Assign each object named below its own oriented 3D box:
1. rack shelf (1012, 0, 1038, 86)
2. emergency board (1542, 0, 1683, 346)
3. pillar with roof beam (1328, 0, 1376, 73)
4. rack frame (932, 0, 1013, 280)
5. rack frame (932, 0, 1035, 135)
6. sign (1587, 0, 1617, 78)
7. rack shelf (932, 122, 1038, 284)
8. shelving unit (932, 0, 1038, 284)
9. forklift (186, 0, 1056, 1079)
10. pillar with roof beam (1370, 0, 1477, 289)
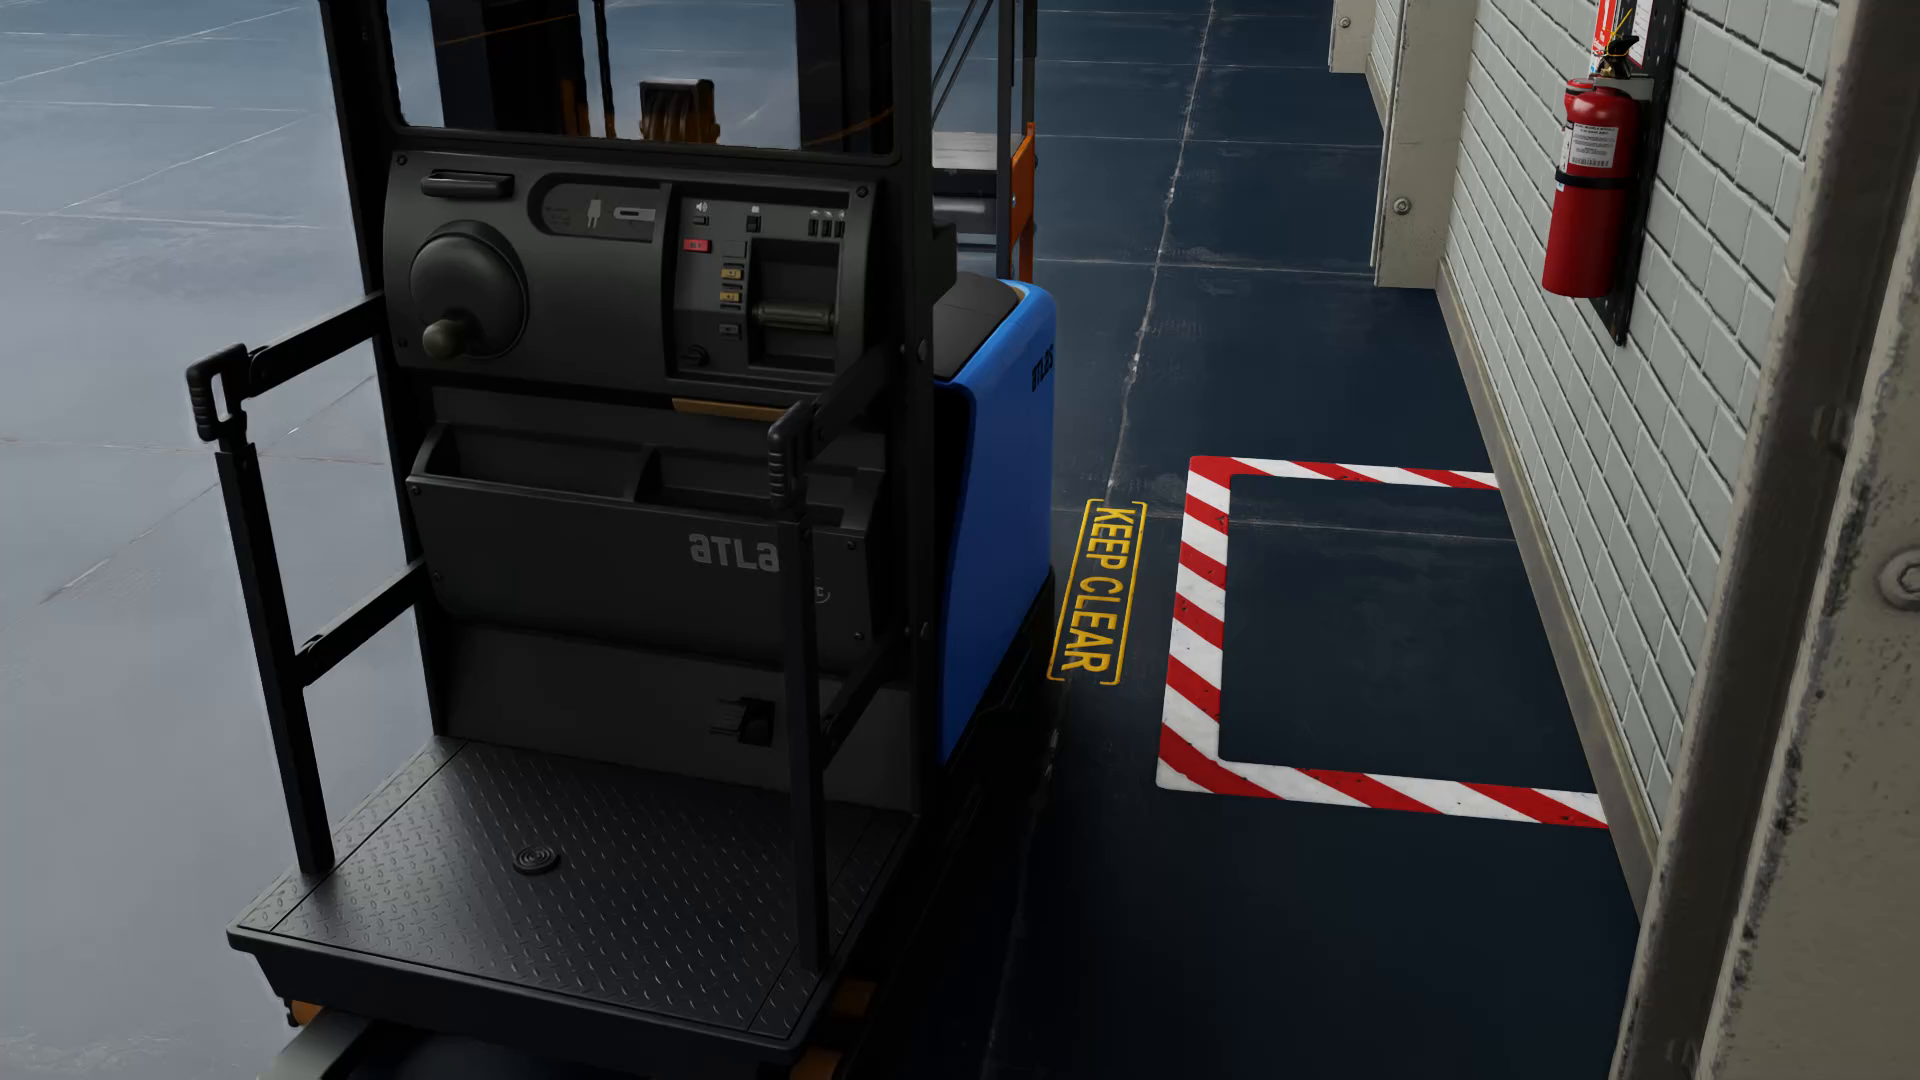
[{"bbox_3d":[-0.027,-1.503,4.366,0.431,0.518,0.480,4,25,9],"label":"rack shelf"},{"bbox_3d":[1.591,-1.142,4.152,0.194,1.169,0.643,4,25,9],"label":"emergency board"},{"bbox_3d":[-1.137,-8.145,12.037,9.100,9.000,0.400,4,25,9],"label":"pillar with roof beam"},{"bbox_3d":[-0.067,-0.780,4.439,0.400,2.100,0.015,4,25,9],"label":"rack frame"},{"bbox_3d":[0.013,-0.984,4.875,0.400,2.100,0.015,4,25,9],"label":"rack frame"},{"bbox_3d":[1.783,-1.382,4.623,0.001,0.329,0.234,4,25,9],"label":"sign"},{"bbox_3d":[-0.027,-0.869,4.663,0.431,0.518,0.480,4,25,9],"label":"rack shelf"},{"bbox_3d":[-0.027,-0.882,4.657,0.431,2.100,0.503,4,25,9],"label":"shelving unit"},{"bbox_3d":[-0.651,-0.444,2.741,1.130,2.935,3.031,7,26,15],"label":"forklift"},{"bbox_3d":[-2.117,-5.636,6.676,9.100,9.000,0.400,4,25,9],"label":"pillar with roof beam"}]
